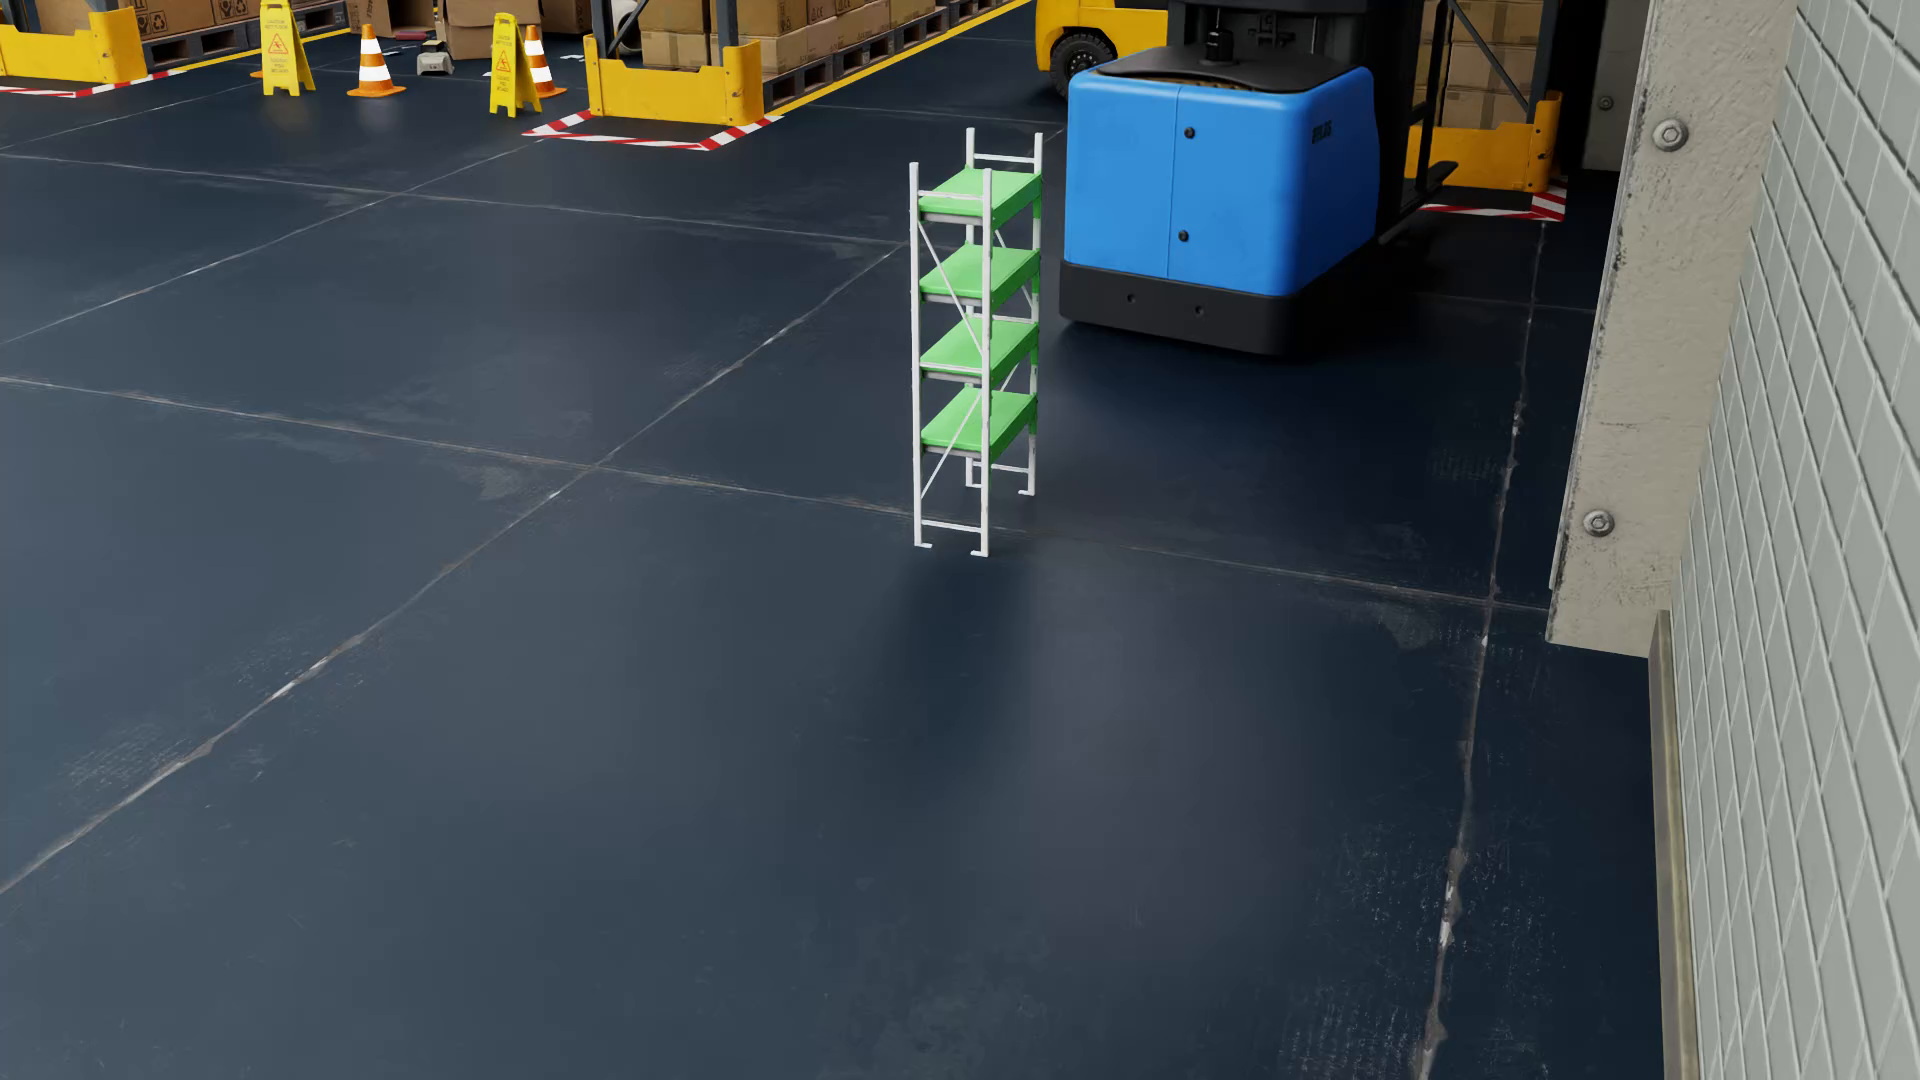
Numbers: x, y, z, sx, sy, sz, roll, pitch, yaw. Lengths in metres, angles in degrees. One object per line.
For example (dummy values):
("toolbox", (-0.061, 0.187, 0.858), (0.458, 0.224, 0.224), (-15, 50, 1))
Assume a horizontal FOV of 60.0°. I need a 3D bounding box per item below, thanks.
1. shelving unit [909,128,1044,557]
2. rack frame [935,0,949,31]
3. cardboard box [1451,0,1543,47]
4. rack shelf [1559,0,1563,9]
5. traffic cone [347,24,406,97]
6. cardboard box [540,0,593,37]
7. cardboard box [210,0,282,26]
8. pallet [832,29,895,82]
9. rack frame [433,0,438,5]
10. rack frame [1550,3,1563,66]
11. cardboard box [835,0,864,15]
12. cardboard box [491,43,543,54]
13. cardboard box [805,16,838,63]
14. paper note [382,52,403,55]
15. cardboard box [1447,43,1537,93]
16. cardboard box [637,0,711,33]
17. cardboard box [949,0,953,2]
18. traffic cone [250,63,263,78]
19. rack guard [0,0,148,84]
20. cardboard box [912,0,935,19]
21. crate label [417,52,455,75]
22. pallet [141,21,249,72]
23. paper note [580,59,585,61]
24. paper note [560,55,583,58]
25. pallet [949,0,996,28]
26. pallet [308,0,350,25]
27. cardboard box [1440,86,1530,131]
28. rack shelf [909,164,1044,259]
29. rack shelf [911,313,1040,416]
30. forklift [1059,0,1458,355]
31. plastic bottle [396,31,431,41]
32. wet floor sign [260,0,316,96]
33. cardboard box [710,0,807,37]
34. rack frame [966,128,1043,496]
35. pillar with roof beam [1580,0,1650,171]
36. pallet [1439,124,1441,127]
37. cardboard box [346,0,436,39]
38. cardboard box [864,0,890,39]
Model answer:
("shelving unit", (0.055, -0.608, 5.129), (0.258, 1.200, 0.503), (9, 27, 17))
("rack frame", (-0.585, -5.796, 13.779), (1.000, 3.000, 0.127), (9, 27, 17))
("cardboard box", (3.105, -3.006, 9.542), (0.500, 0.250, 0.500), (8, 27, 17))
("rack shelf", (3.432, -3.932, 10.755), (1.077, 0.370, 4.000), (9, 27, 17))
("traffic cone", (-4.149, -3.396, 11.732), (0.336, 0.463, 0.334), (9, 27, 17))
("cardboard box", (-3.415, -4.564, 13.944), (0.797, 0.637, 0.503), (9, 27, 17))
("cardboard box", (-6.163, -4.712, 13.495), (0.875, 0.875, 0.875), (8, 27, 17))
("pallet", (-1.179, -3.757, 12.767), (1.003, 0.211, 1.213), (9, 27, 17))
("rack frame", (-5.286, -6.473, 15.176), (1.000, 3.000, 0.127), (9, 27, 17))
("rack frame", (4.098, -5.078, 12.296), (1.000, 3.000, 0.127), (9, 27, 17))
("cardboard box", (-1.035, -4.163, 12.219), (0.500, 0.500, 0.500), (9, 27, 18))
("cardboard box", (-3.385, -3.701, 12.722), (0.250, 0.149, 0.380), (-20, 33, -36))
("cardboard box", (-1.209, -3.604, 11.925), (0.500, 0.250, 0.500), (10, 27, 19))
("paper note", (-4.508, -3.873, 13.215), (0.144, 0.017, 0.142), (20, 32, 35))
("cardboard box", (3.119, -2.774, 9.636), (0.500, 0.250, 0.500), (9, 27, 18))
("cardboard box", (-1.895, -3.808, 11.487), (0.500, 0.500, 0.500), (9, 27, 18))
("cardboard box", (-0.412, -5.018, 14.706), (0.950, 0.372, 0.625), (9, 27, 18))
("traffic cone", (-5.101, -3.699, 12.359), (0.336, 0.463, 0.334), (9, 27, 17))
("rack guard", (-6.625, -3.694, 12.305), (1.175, 0.500, 0.348), (9, 27, 17))
("cardboard box", (-0.528, -4.466, 13.705), (0.500, 0.250, 0.500), (10, 28, 20))
("crate label", (-3.946, -3.581, 12.489), (0.250, 0.136, 0.298), (-5, 26, -9))
("pallet", (-6.425, -3.914, 13.091), (1.003, 0.211, 1.213), (9, 27, 17))
("paper note", (-2.934, -3.749, 12.982), (0.032, 0.001, 0.123), (9, 27, 17))
("paper note", (-3.054, -3.815, 13.108), (0.148, 0.019, 0.142), (20, 32, 35))
("pallet", (-0.327, -4.861, 15.048), (1.003, 0.211, 1.213), (9, 27, 17))
("pallet", (-5.613, -4.916, 15.162), (1.003, 0.211, 1.213), (9, 27, 17))
("cardboard box", (3.114, -2.559, 9.767), (0.500, 0.250, 0.500), (9, 27, 18))
("rack shelf", (0.055, -0.983, 4.948), (0.258, 0.148, 0.480), (9, 27, 17))
("rack shelf", (0.055, -0.551, 5.157), (0.258, 0.148, 0.480), (9, 27, 17))
("forklift", (1.606, -2.652, 7.364), (1.130, 2.935, 3.031), (15, 29, 27))
("plastic bottle", (-4.543, -4.204, 13.862), (0.283, 0.061, 0.133), (0, 26, -1))
("wet floor sign", (-4.760, -3.470, 11.676), (0.267, 0.644, 0.232), (4, 26, 8))
("cardboard box", (-1.379, -3.743, 11.351), (0.500, 0.500, 0.500), (8, 27, 16))
("rack frame", (0.136, -0.708, 5.336), (0.240, 1.200, 0.015), (9, 27, 17))
("pillar with roof beam", (-0.212, -6.914, 9.204), (9.100, 9.000, 0.400), (9, 27, 17))
("pallet", (2.981, -2.499, 10.170), (1.003, 0.211, 1.213), (9, 27, 17))
("cardboard box", (-4.835, -4.562, 14.095), (0.500, 0.500, 0.500), (14, 29, 26))
("cardboard box", (-0.869, -4.037, 12.819), (0.500, 0.250, 0.500), (9, 27, 18))
